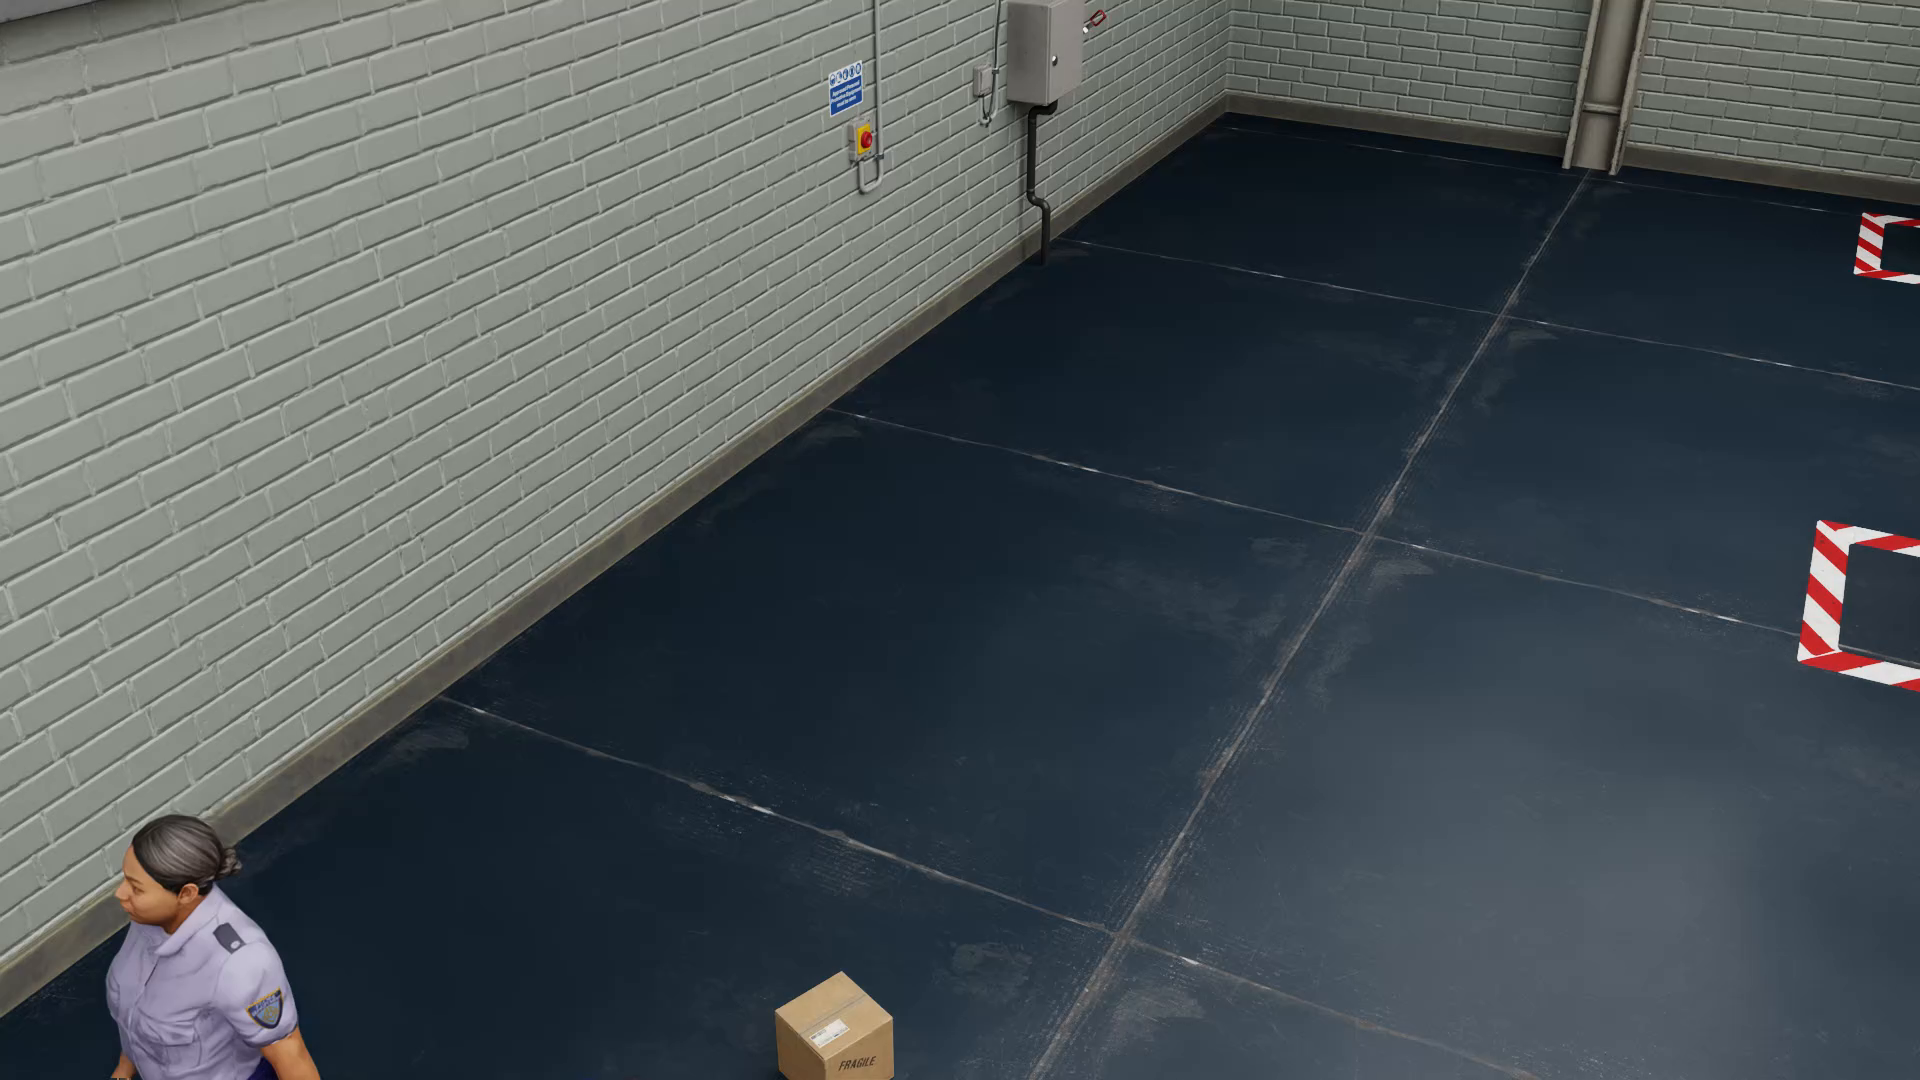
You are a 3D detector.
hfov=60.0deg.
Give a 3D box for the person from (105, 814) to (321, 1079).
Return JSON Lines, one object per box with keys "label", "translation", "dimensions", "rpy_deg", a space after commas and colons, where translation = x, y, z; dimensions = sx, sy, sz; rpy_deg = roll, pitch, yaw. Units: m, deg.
{"label": "person", "translation": [-1.774, 1.333, 3.860], "dimensions": [0.880, 1.612, 0.512], "rpy_deg": [-24, 38, -35]}
